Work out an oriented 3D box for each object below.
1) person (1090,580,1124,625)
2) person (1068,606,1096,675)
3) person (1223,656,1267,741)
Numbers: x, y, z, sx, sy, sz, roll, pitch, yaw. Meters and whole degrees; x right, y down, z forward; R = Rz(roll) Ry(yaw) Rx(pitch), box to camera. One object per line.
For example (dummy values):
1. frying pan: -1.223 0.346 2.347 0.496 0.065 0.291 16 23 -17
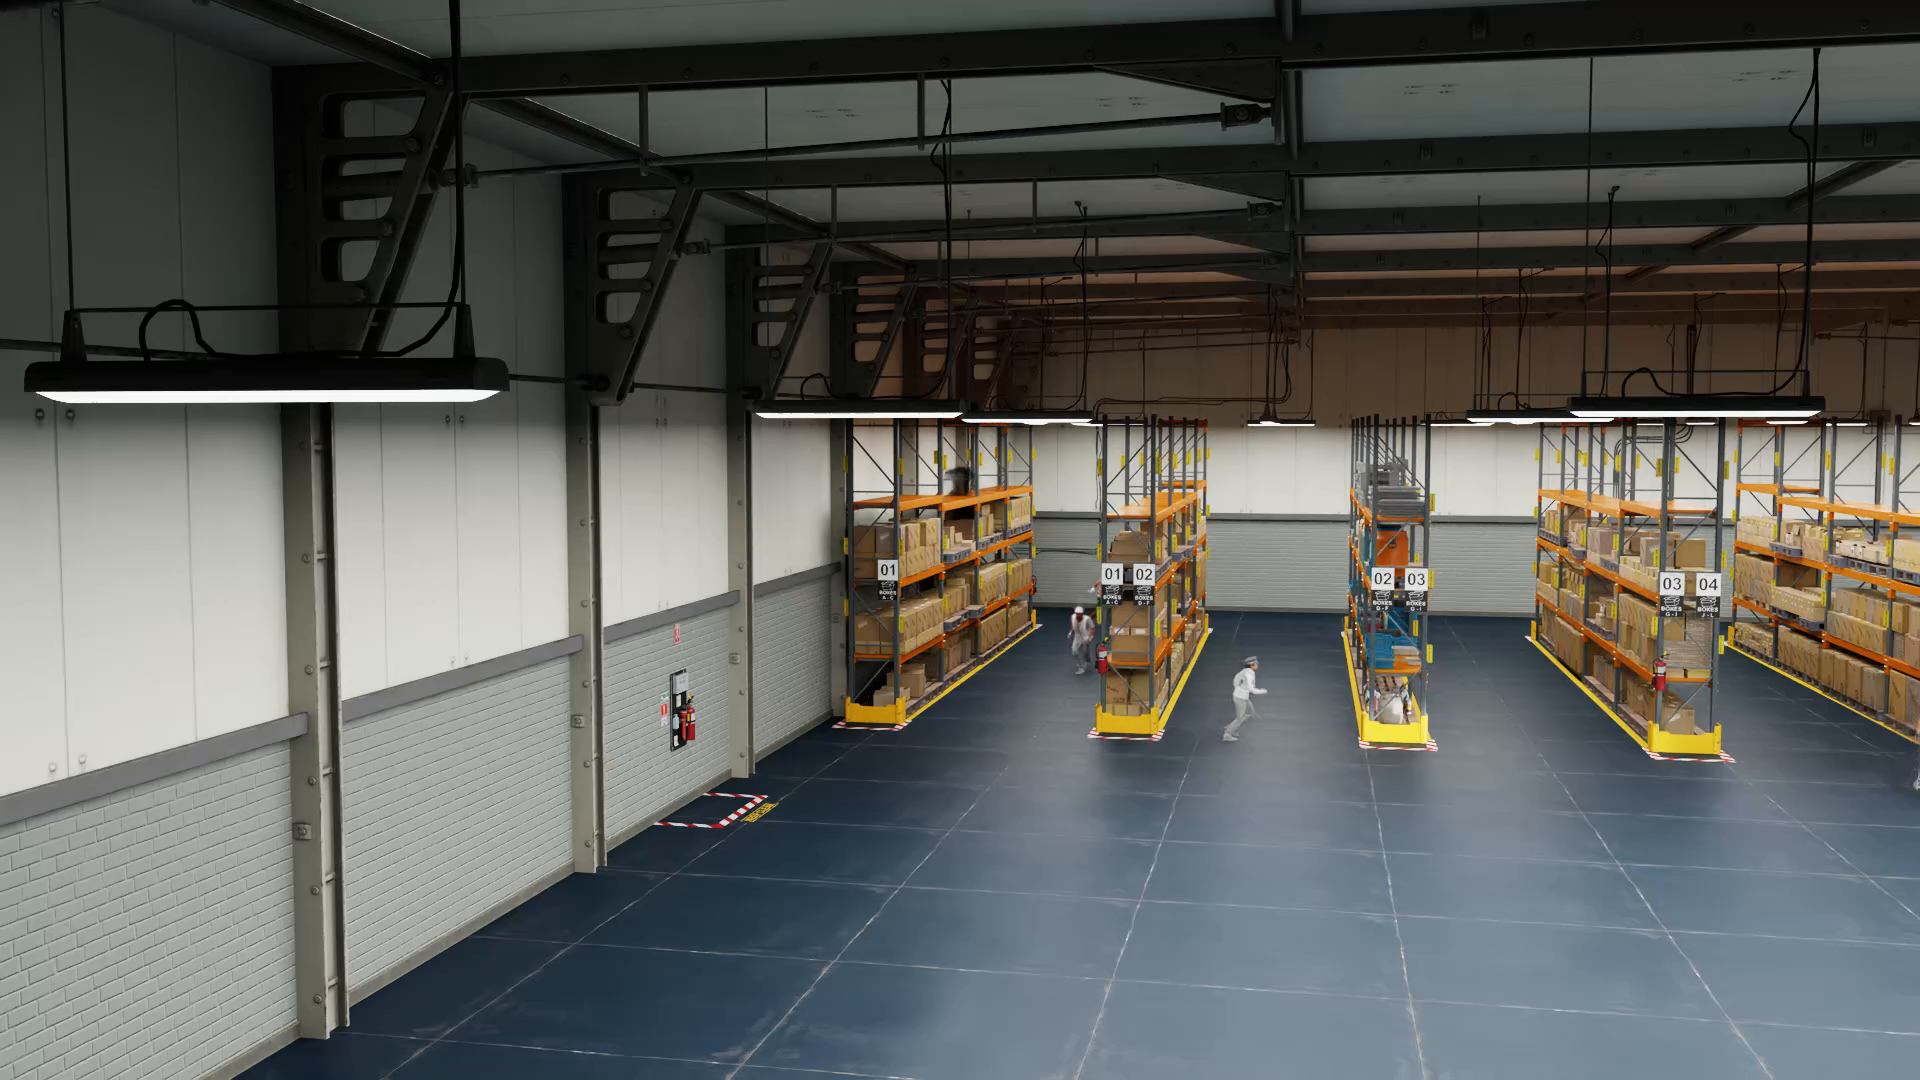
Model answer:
1. person: 4.221 1.690 48.449 1.104 1.560 0.640 1 4 20
2. person: 2.909 2.320 38.972 0.690 1.623 1.122 2 4 22
3. person: 5.224 2.899 30.467 0.806 1.576 0.594 1 4 8
